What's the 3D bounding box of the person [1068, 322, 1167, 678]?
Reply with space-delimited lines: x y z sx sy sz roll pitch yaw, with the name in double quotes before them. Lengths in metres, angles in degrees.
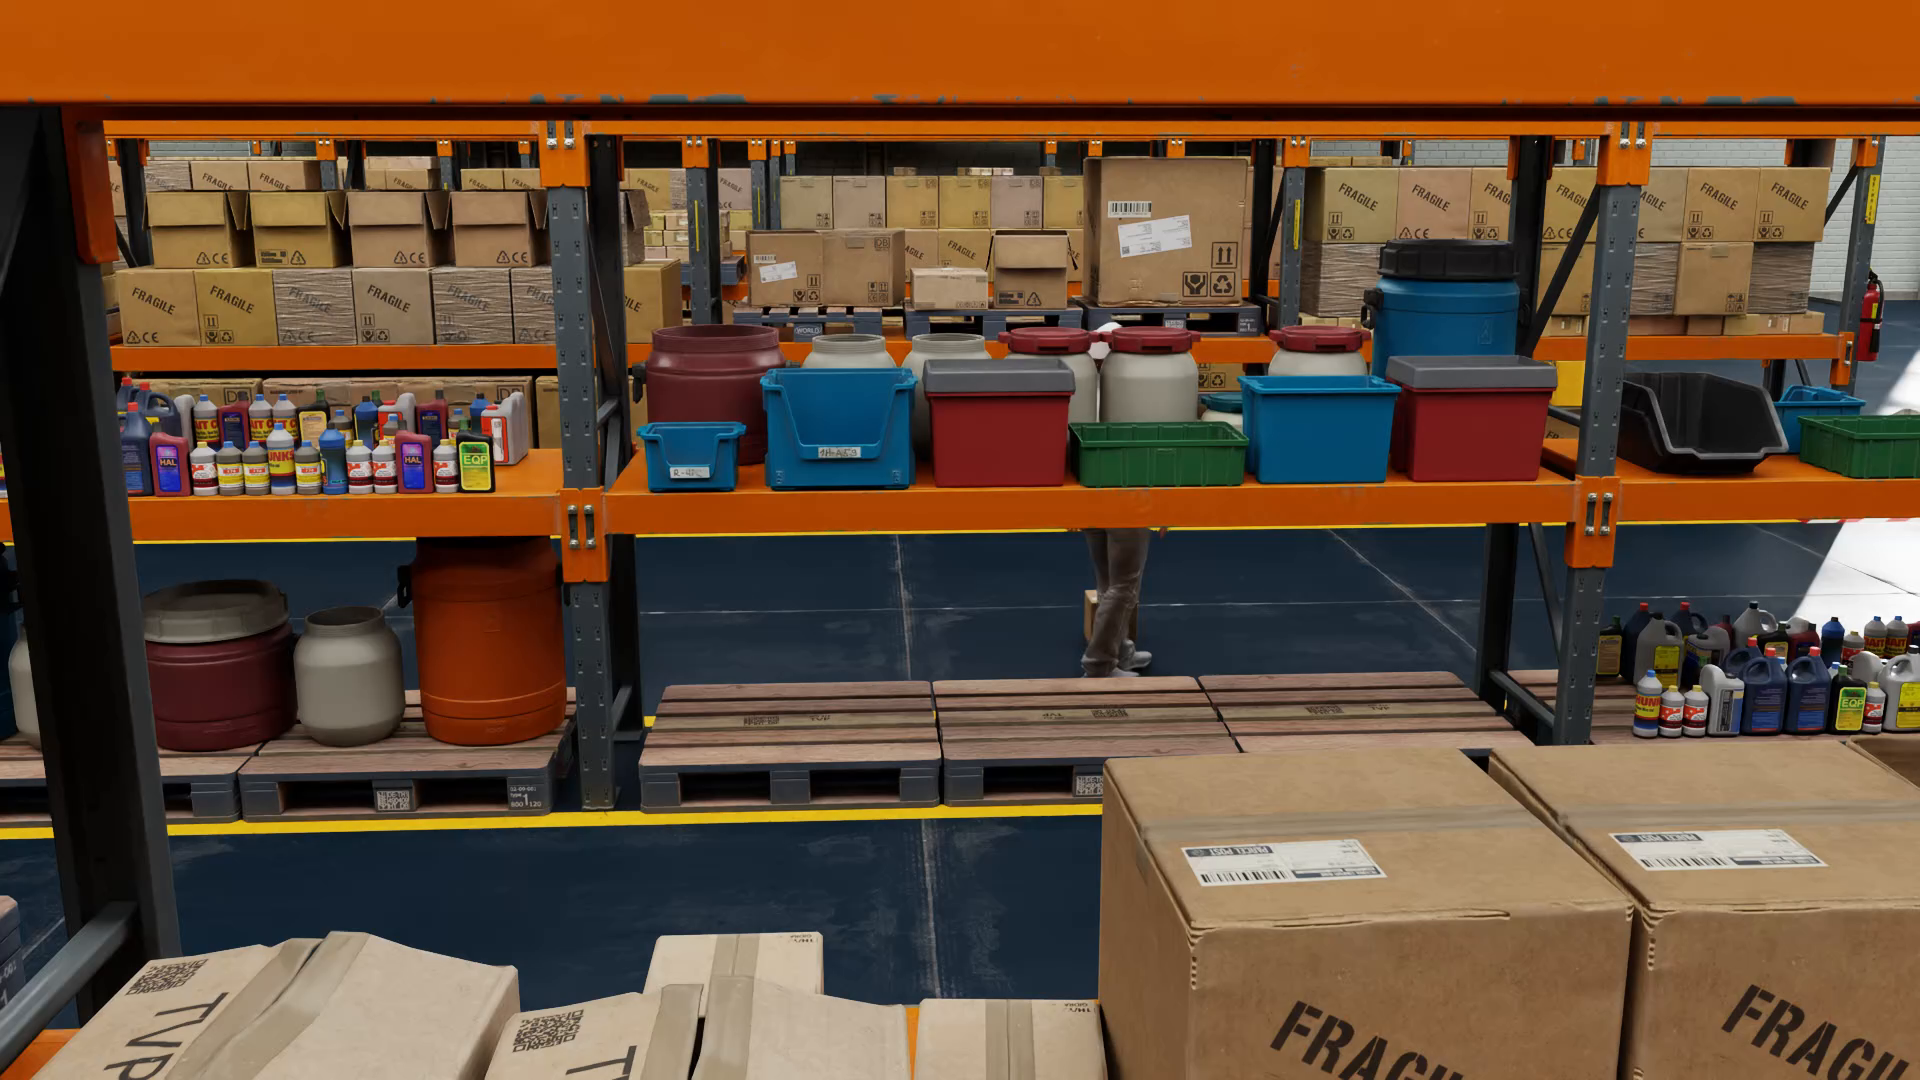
"person" 0.774 -0.182 8.181 0.584 1.771 0.563 -13 18 -43
